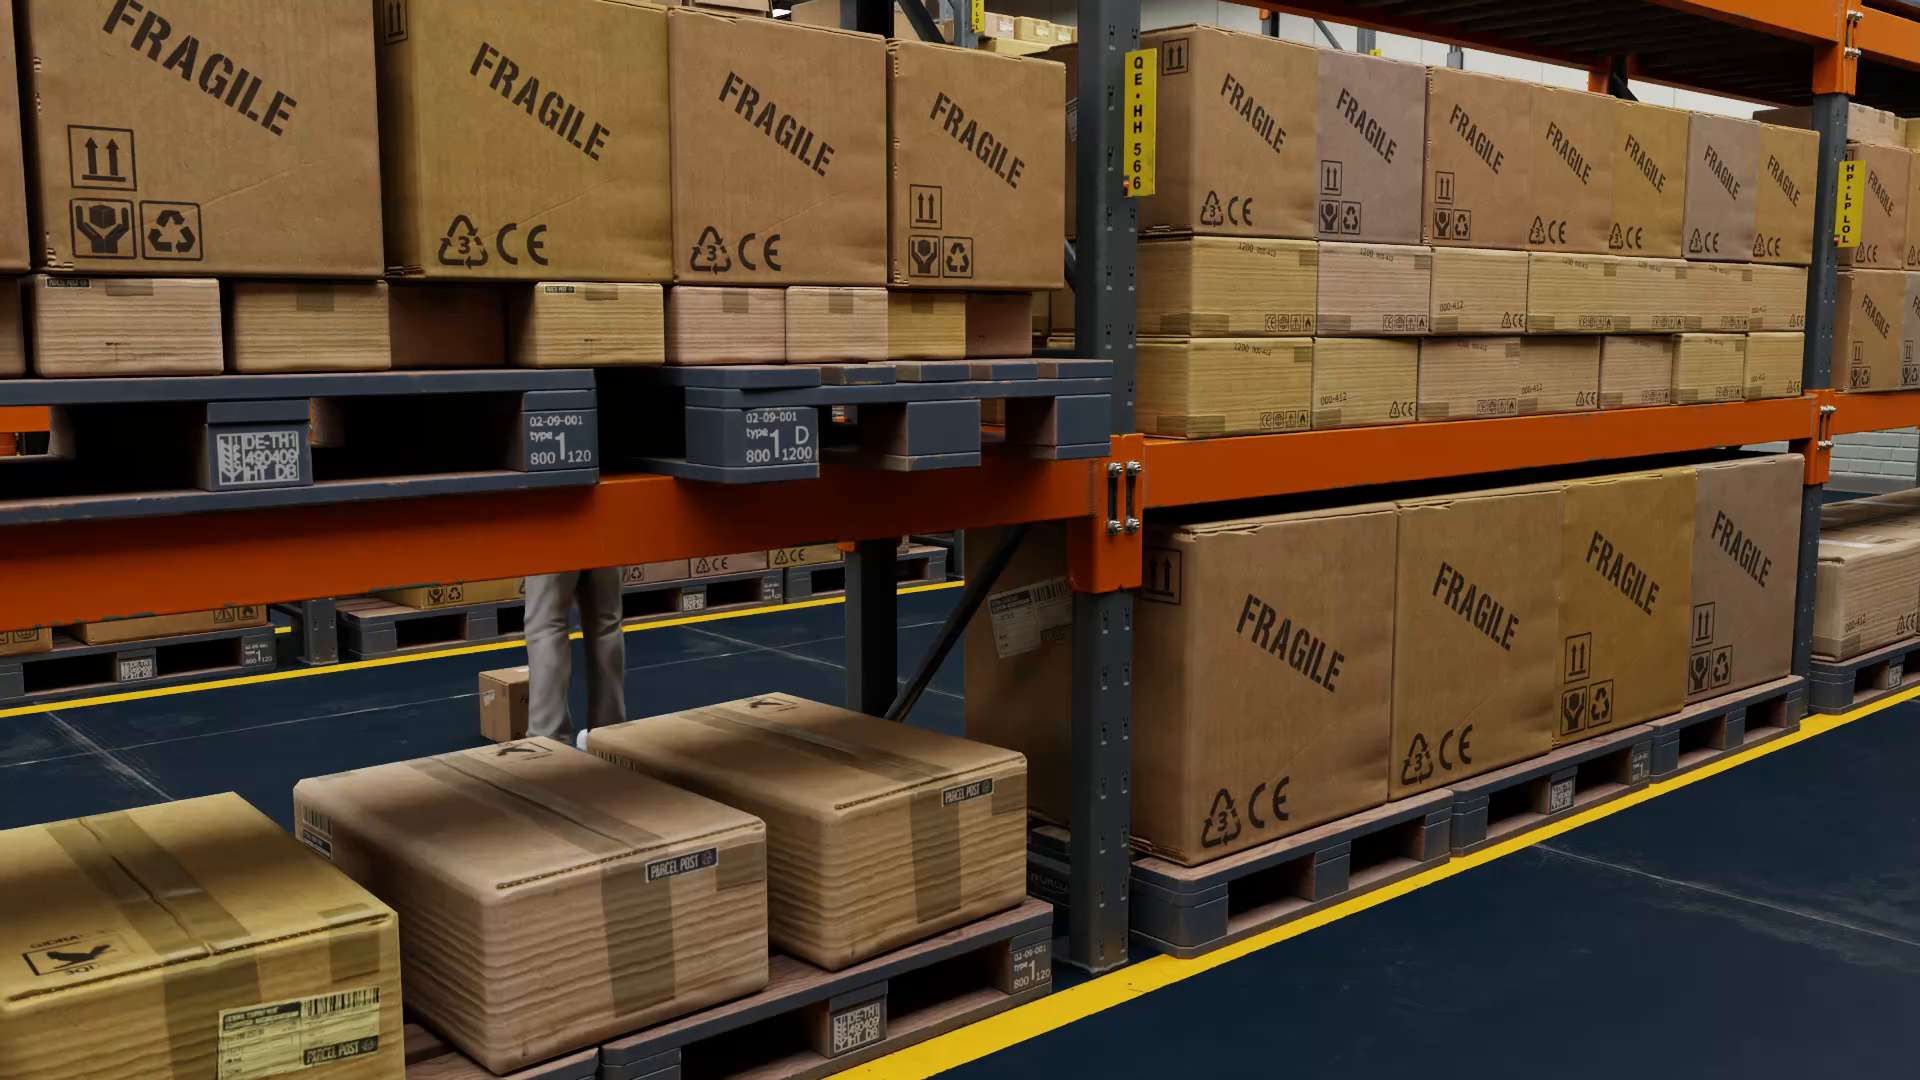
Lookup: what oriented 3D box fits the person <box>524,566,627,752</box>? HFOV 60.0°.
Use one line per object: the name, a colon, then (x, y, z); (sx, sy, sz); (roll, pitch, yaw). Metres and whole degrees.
person: (-1.367, 0.077, 5.959); (0.473, 1.493, 0.351); (-6, 10, -40)
